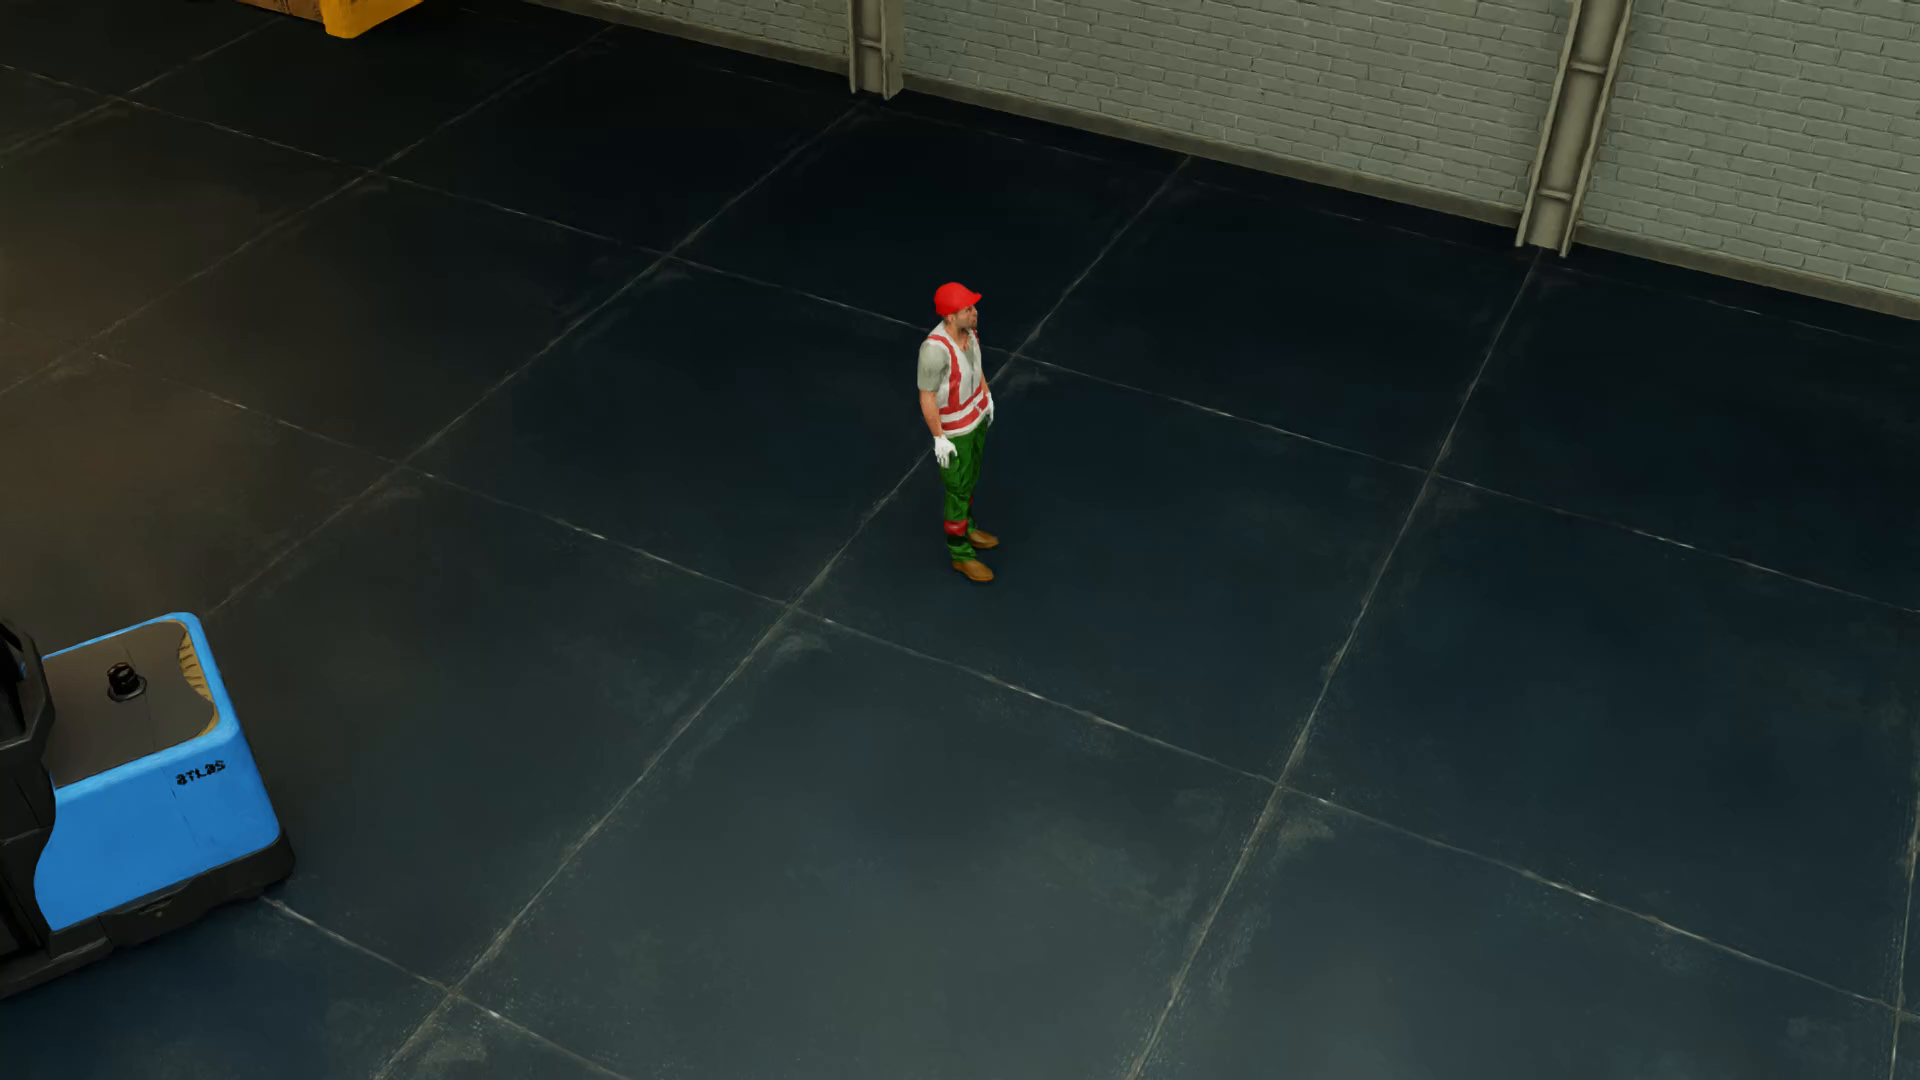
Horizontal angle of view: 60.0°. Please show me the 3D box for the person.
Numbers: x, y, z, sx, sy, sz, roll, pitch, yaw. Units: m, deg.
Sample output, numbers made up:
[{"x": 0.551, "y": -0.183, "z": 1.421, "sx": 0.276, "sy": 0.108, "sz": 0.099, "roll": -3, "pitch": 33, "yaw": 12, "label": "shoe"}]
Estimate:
[{"x": 0.066, "y": -0.658, "z": 9.647, "sx": 0.563, "sy": 1.783, "sz": 0.637, "roll": 18, "pitch": 43, "yaw": 21, "label": "person"}]

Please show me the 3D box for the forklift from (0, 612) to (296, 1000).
[{"x": -4.822, "y": 0.788, "z": 7.051, "sx": 3.031, "sy": 2.935, "sz": 1.130, "roll": -21, "pitch": 45, "yaw": -23, "label": "forklift"}]
